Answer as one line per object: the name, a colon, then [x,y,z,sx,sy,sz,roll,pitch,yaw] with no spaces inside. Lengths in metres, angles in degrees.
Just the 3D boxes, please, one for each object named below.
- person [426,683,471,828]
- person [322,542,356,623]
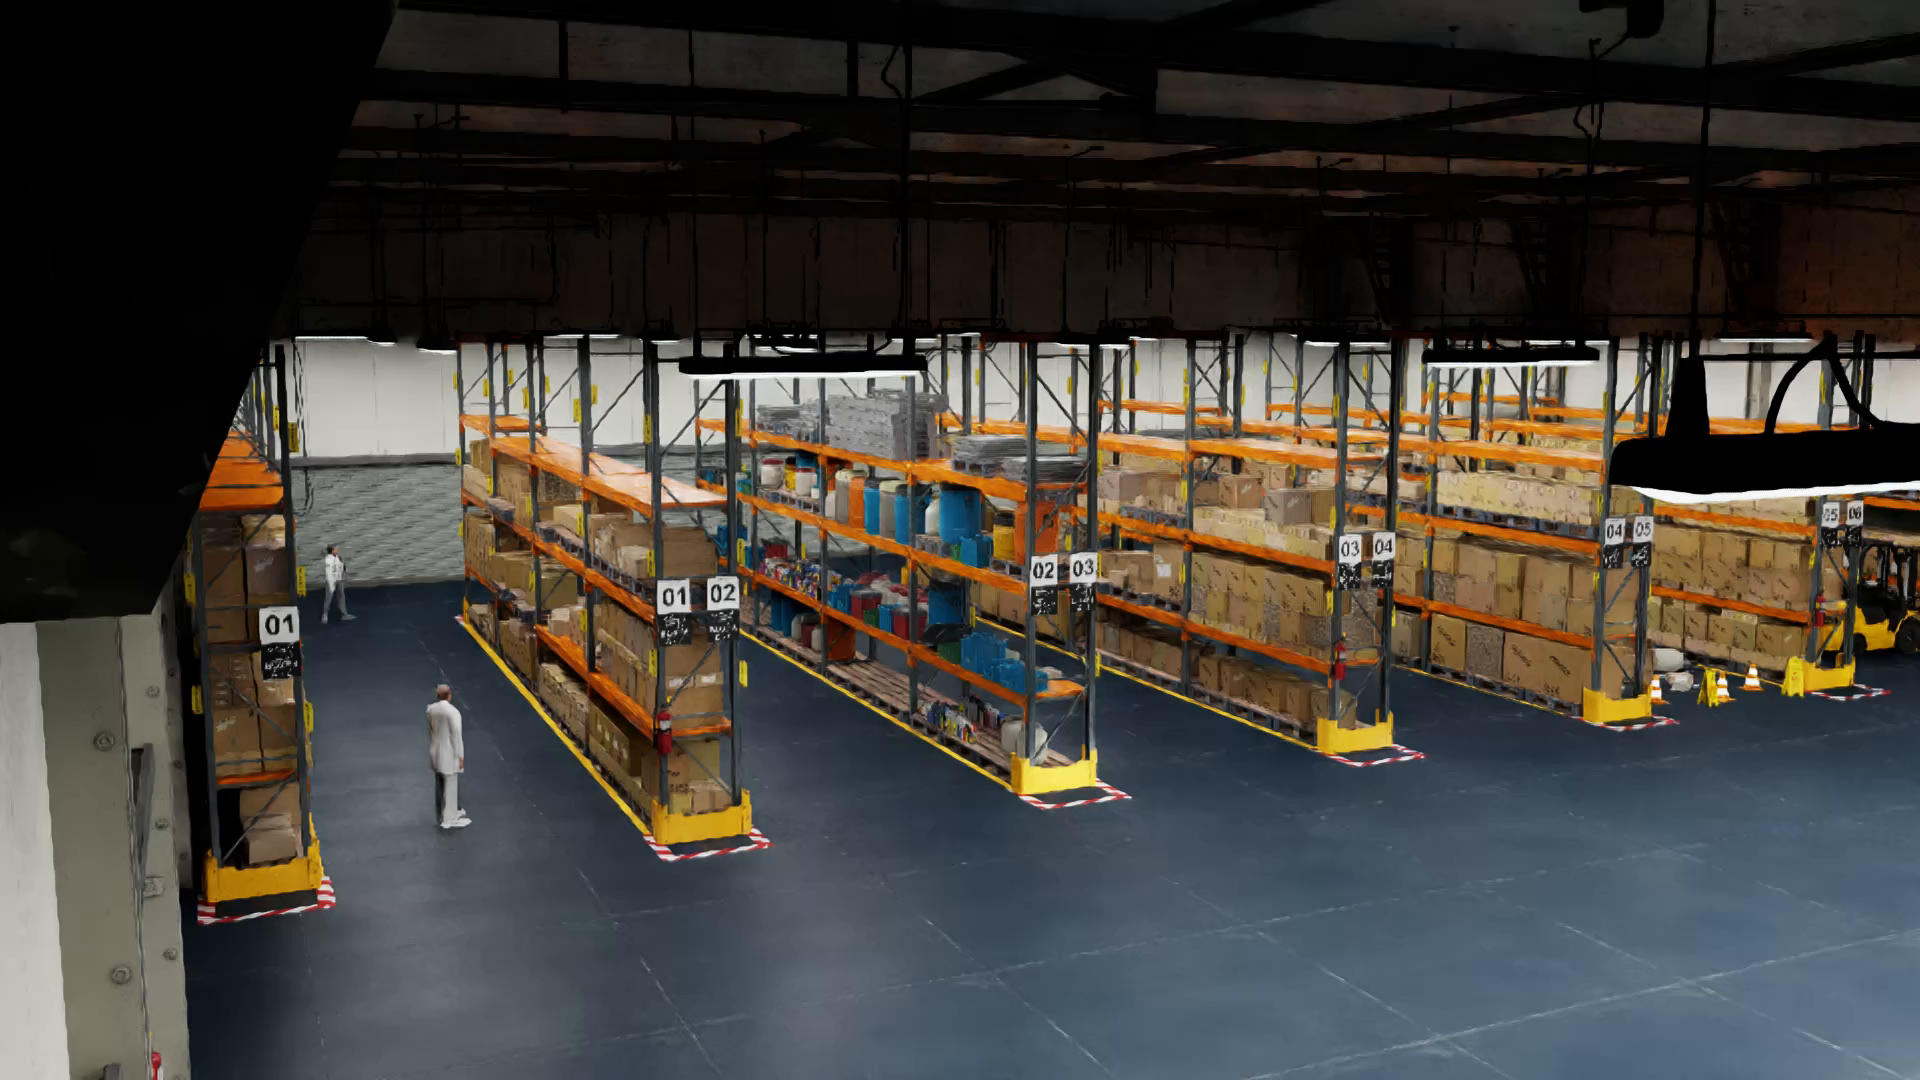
person: [-6.355,2.651,20.713,0.638,1.785,0.515,6,10,37]
person: [-12.930,0.856,34.418,0.520,1.670,0.660,1,8,9]
